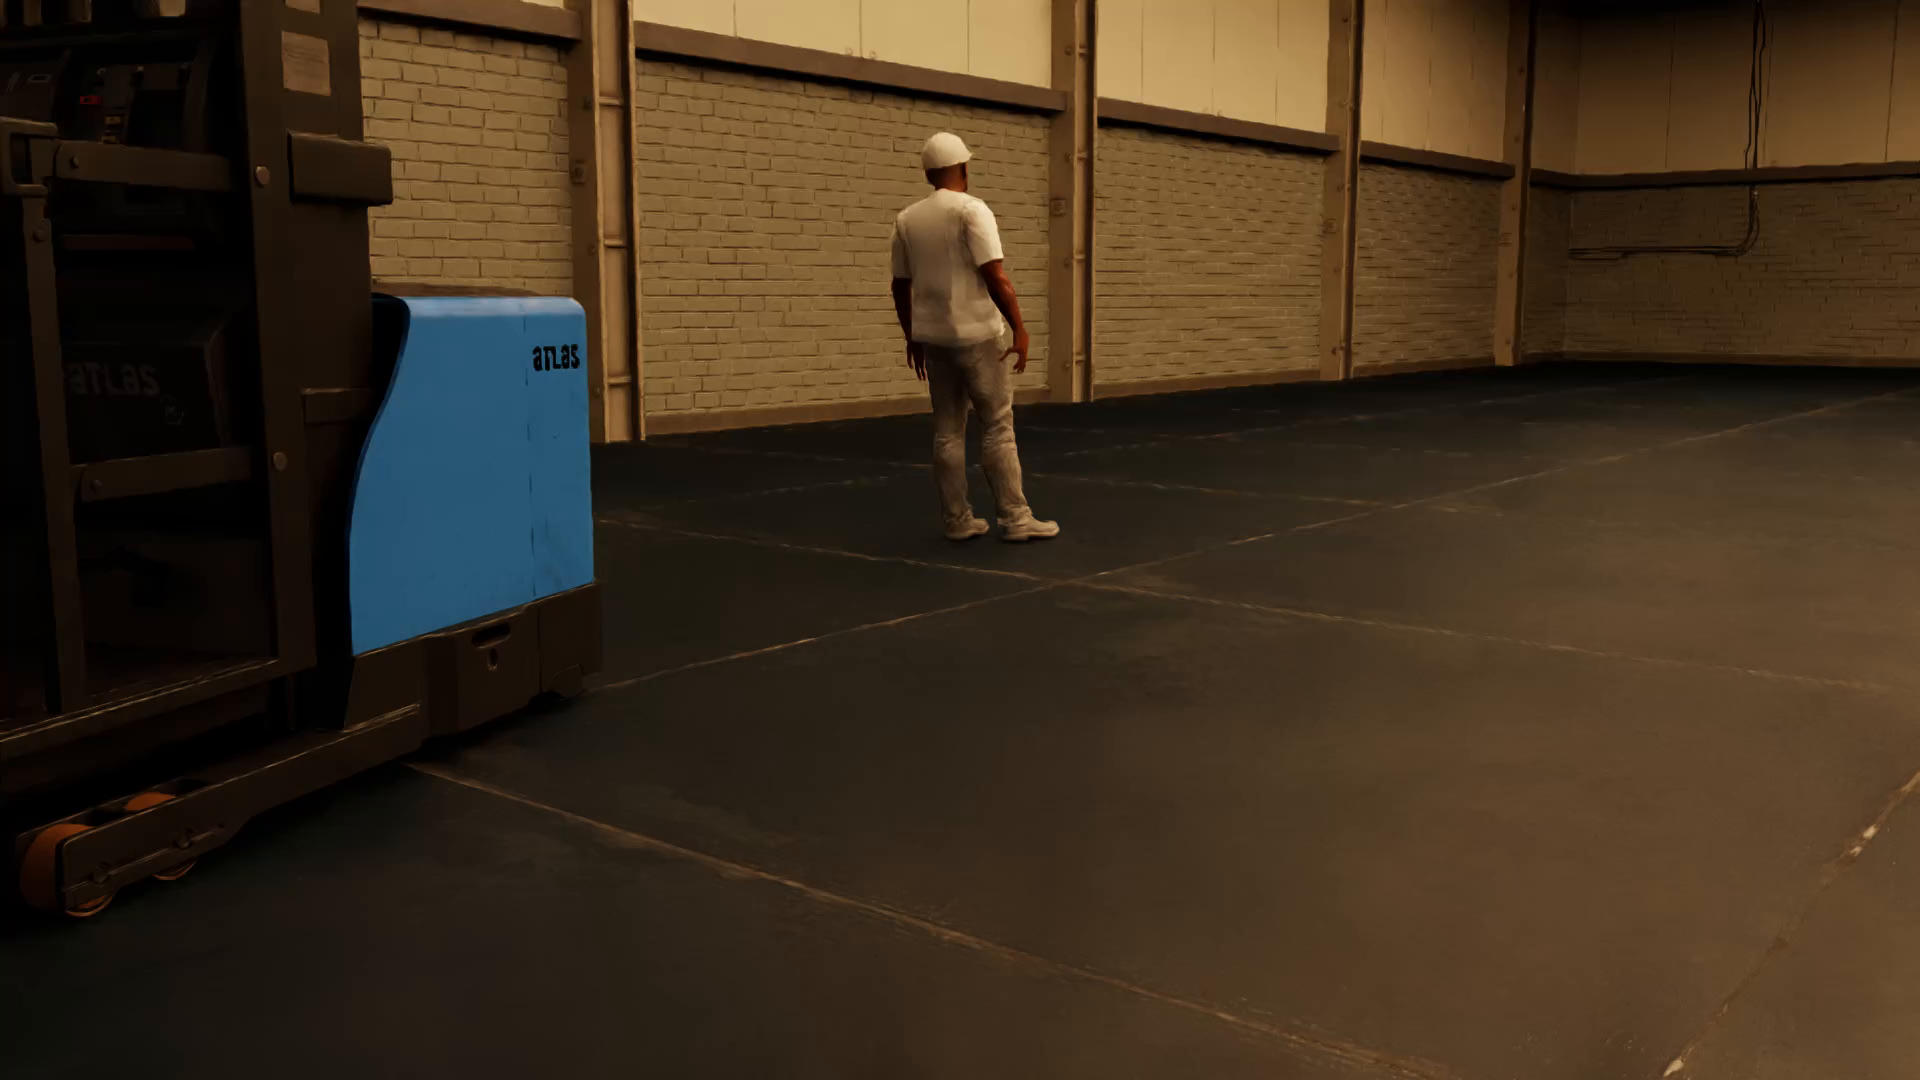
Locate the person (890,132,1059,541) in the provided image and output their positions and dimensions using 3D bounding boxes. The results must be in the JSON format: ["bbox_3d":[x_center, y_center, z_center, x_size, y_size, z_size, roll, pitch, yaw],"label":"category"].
[{"bbox_3d":[0.048,-0.888,7.326,0.665,1.766,0.576,7,11,38],"label":"person"}]

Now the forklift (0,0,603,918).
[{"bbox_3d":[-1.931,-0.856,3.134,1.130,2.935,3.031,3,9,19],"label":"forklift"}]
